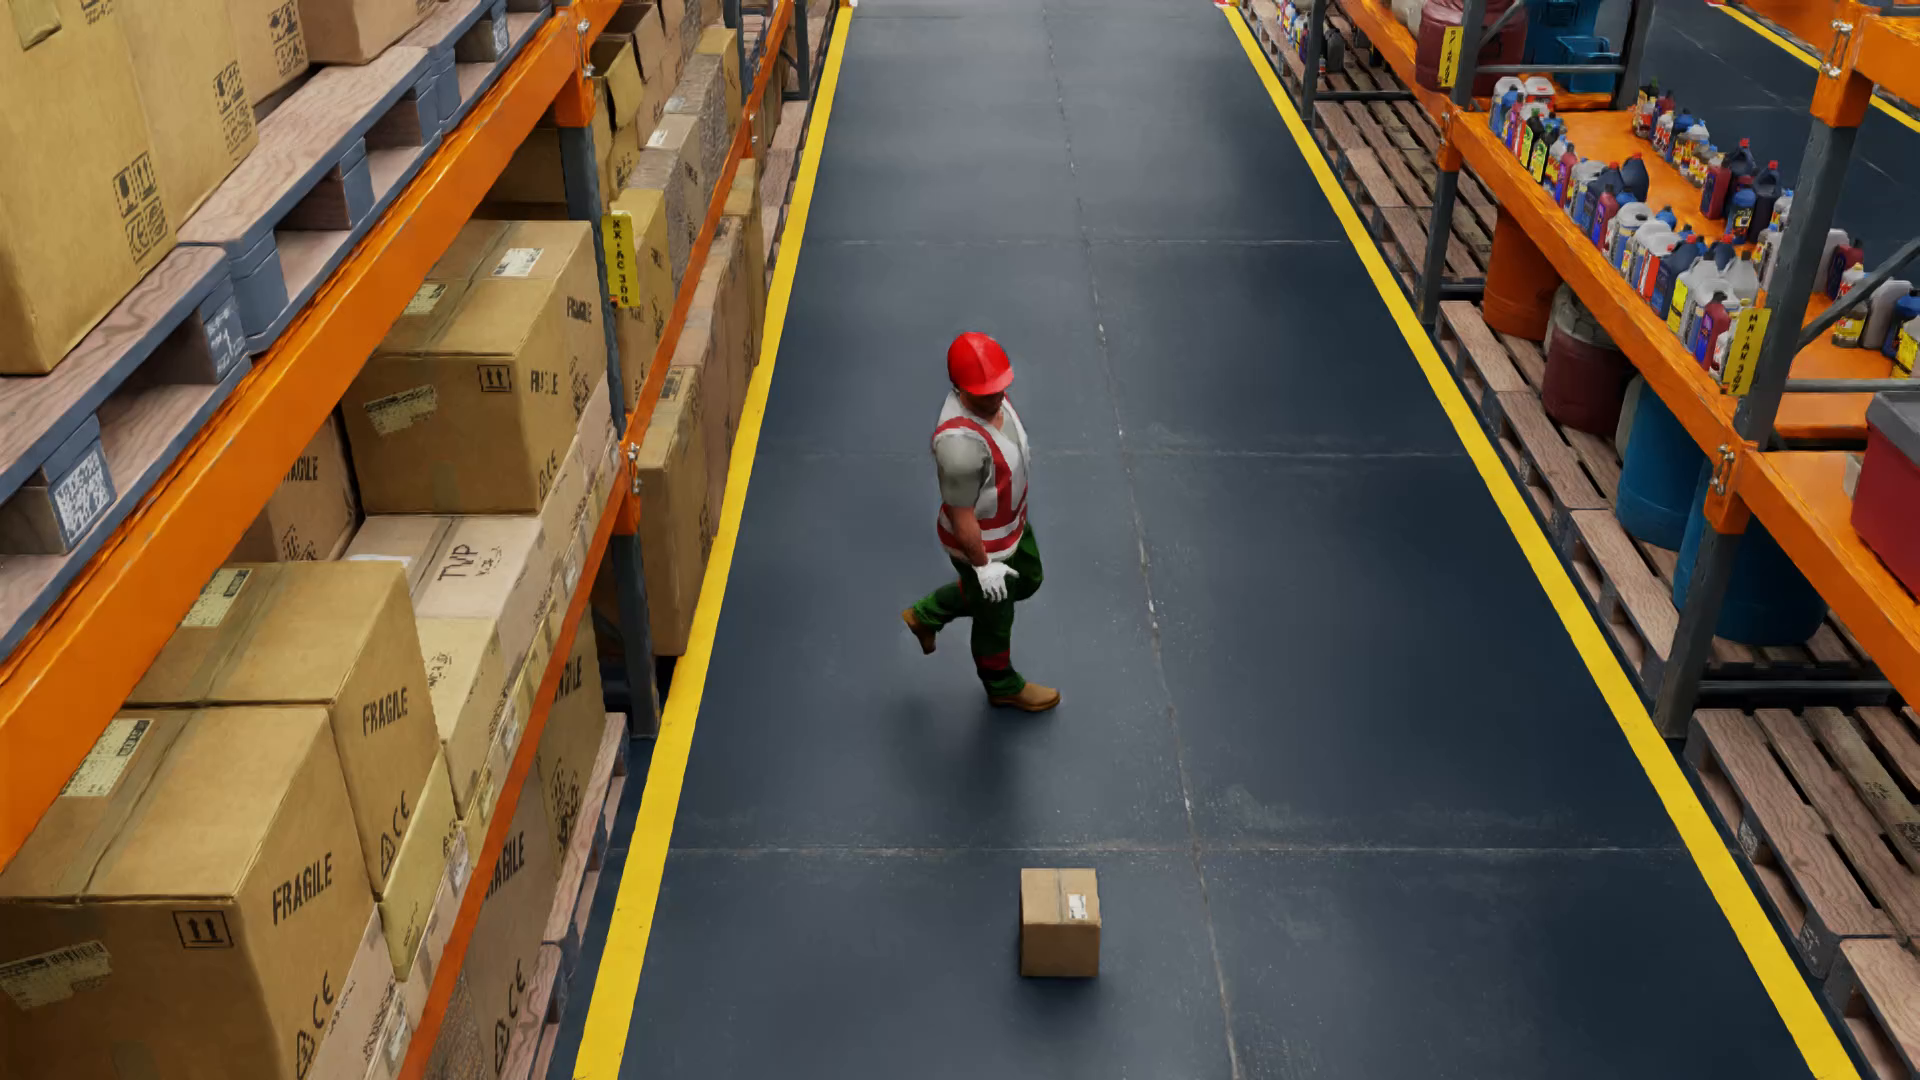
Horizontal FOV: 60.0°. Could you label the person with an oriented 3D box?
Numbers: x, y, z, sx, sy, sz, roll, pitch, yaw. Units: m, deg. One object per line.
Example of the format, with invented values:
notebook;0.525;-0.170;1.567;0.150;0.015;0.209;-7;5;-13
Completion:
person;0.055;-0.025;6.172;0.658;1.753;0.656;5;32;9
